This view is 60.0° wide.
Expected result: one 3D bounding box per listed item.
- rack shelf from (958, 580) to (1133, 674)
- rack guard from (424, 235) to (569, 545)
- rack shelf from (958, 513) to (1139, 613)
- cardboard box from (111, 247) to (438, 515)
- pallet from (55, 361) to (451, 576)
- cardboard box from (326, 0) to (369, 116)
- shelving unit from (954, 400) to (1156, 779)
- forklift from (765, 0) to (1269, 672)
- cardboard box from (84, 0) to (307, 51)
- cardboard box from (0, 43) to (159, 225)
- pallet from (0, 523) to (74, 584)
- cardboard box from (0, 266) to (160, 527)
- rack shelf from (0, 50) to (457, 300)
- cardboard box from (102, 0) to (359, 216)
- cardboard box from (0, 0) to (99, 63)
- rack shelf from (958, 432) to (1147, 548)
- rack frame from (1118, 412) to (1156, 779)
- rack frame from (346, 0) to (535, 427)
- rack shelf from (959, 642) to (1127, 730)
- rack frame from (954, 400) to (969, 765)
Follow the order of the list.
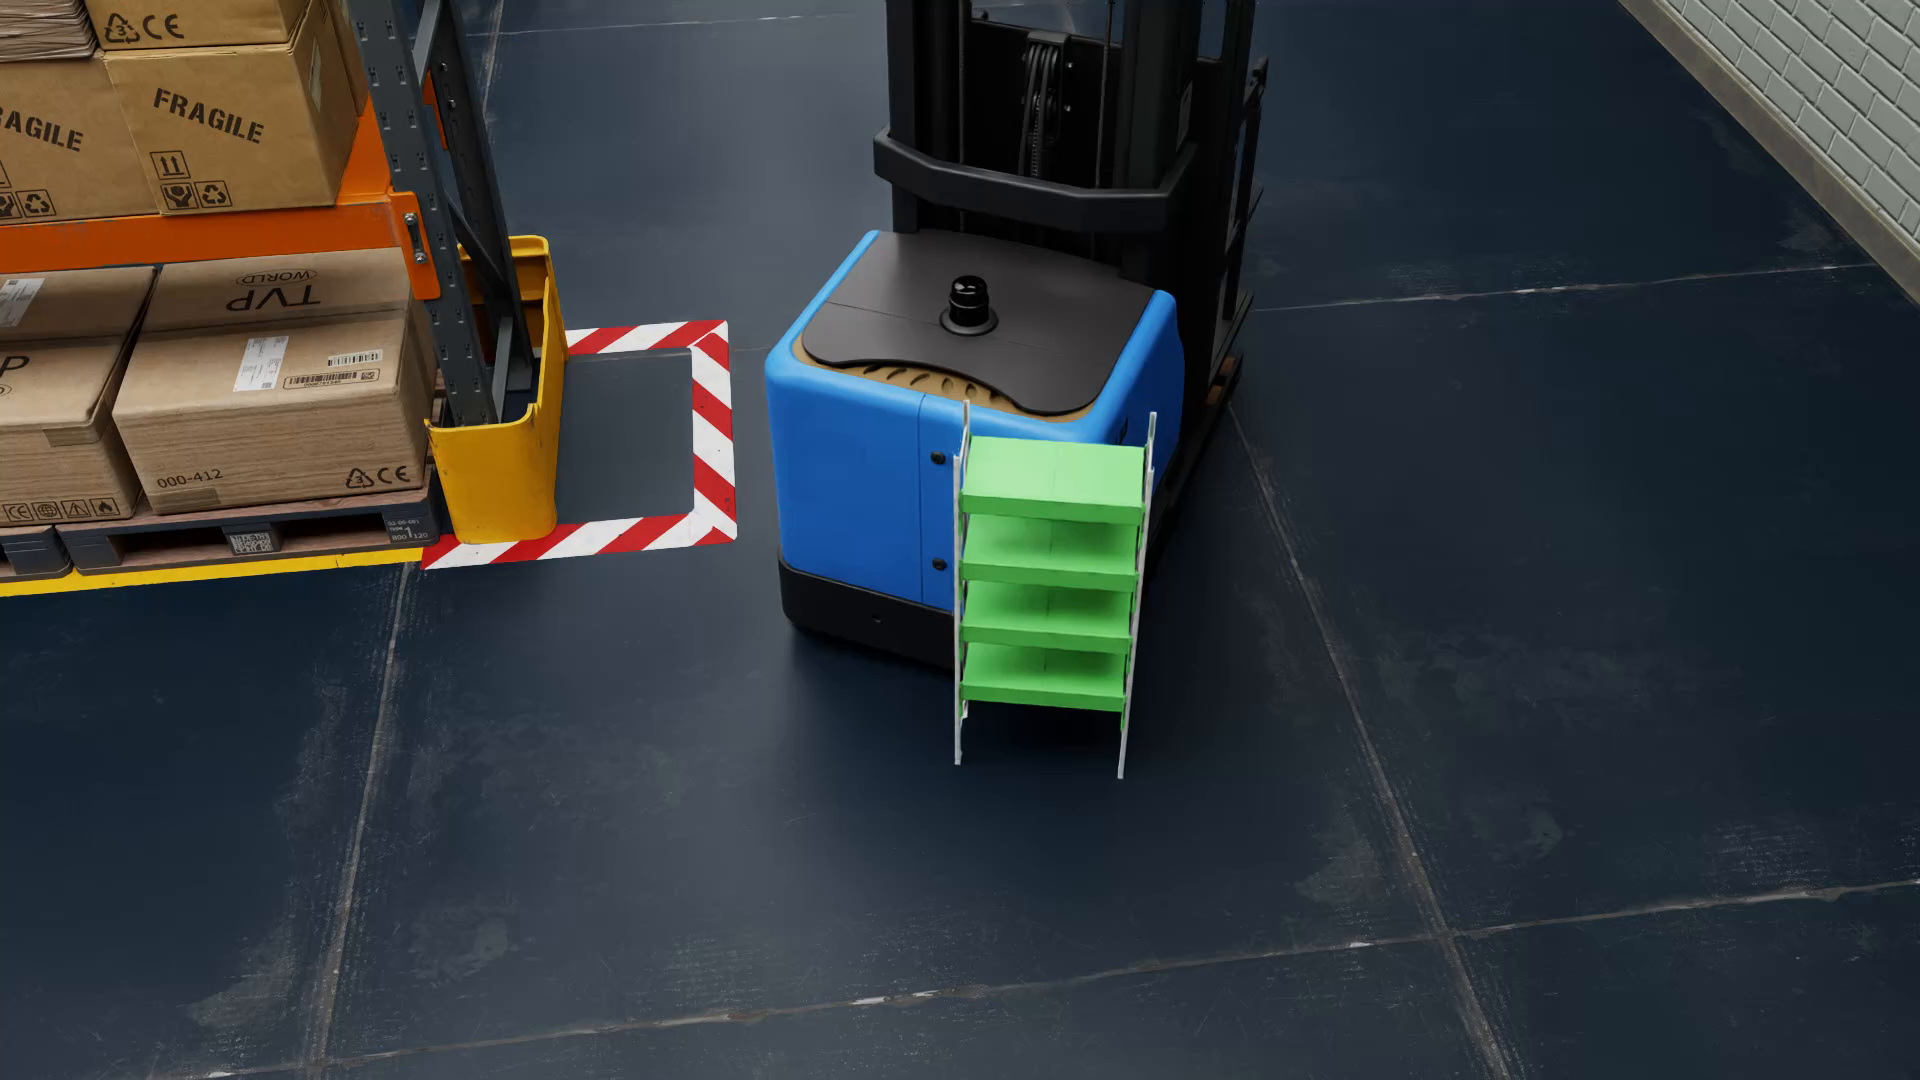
[{"bbox_3d":[0.248,0.219,4.705,0.480,0.148,0.258,4,43,5],"label":"rack shelf"},{"bbox_3d":[-1.649,-0.567,6.005,0.348,0.500,1.175,-5,42,-6],"label":"rack guard"},{"bbox_3d":[0.247,0.042,4.542,0.480,0.148,0.258,4,43,5],"label":"rack shelf"},{"bbox_3d":[-2.314,-0.574,5.746,0.875,0.438,0.875,-6,42,-7],"label":"cardboard box"},{"bbox_3d":[-2.455,-0.336,5.965,1.213,0.211,1.003,-5,42,-6],"label":"pallet"},{"bbox_3d":[-2.186,-1.679,5.297,0.500,0.500,0.500,-5,42,-6],"label":"cardboard box"},{"bbox_3d":[0.248,0.172,4.661,0.503,1.200,0.258,4,43,5],"label":"shelving unit"},{"bbox_3d":[0.432,-1.600,5.335,1.130,2.935,3.031,15,44,16],"label":"forklift"},{"bbox_3d":[-2.120,-1.701,4.575,0.500,0.500,0.500,-4,42,-4],"label":"cardboard box"},{"bbox_3d":[-2.616,-1.279,4.854,0.500,0.500,0.500,-6,42,-6],"label":"cardboard box"},{"bbox_3d":[-3.662,-0.232,5.850,1.213,0.211,1.003,-5,42,-6],"label":"pallet"},{"bbox_3d":[-3.220,-0.489,5.652,0.875,0.438,0.875,-4,42,-4],"label":"cardboard box"},{"bbox_3d":[-3.656,-1.052,5.214,4.000,0.370,1.077,-5,42,-6],"label":"rack shelf"},{"bbox_3d":[-2.116,-1.312,4.891,0.500,0.500,0.500,-5,42,-5],"label":"cardboard box"},{"bbox_3d":[-2.634,-1.636,4.504,0.500,0.500,0.500,-5,42,-5],"label":"cardboard box"},{"bbox_3d":[0.247,-0.134,4.380,0.480,0.148,0.258,4,43,5],"label":"rack shelf"},{"bbox_3d":[0.490,0.190,4.642,0.015,1.200,0.240,4,43,5],"label":"rack frame"},{"bbox_3d":[-1.672,-1.493,5.166,0.127,3.000,1.000,-5,42,-6],"label":"rack frame"},{"bbox_3d":[0.248,0.396,4.867,0.480,0.148,0.258,4,43,5],"label":"rack shelf"},{"bbox_3d":[0.005,0.154,4.681,0.015,1.200,0.240,4,43,5],"label":"rack frame"}]
